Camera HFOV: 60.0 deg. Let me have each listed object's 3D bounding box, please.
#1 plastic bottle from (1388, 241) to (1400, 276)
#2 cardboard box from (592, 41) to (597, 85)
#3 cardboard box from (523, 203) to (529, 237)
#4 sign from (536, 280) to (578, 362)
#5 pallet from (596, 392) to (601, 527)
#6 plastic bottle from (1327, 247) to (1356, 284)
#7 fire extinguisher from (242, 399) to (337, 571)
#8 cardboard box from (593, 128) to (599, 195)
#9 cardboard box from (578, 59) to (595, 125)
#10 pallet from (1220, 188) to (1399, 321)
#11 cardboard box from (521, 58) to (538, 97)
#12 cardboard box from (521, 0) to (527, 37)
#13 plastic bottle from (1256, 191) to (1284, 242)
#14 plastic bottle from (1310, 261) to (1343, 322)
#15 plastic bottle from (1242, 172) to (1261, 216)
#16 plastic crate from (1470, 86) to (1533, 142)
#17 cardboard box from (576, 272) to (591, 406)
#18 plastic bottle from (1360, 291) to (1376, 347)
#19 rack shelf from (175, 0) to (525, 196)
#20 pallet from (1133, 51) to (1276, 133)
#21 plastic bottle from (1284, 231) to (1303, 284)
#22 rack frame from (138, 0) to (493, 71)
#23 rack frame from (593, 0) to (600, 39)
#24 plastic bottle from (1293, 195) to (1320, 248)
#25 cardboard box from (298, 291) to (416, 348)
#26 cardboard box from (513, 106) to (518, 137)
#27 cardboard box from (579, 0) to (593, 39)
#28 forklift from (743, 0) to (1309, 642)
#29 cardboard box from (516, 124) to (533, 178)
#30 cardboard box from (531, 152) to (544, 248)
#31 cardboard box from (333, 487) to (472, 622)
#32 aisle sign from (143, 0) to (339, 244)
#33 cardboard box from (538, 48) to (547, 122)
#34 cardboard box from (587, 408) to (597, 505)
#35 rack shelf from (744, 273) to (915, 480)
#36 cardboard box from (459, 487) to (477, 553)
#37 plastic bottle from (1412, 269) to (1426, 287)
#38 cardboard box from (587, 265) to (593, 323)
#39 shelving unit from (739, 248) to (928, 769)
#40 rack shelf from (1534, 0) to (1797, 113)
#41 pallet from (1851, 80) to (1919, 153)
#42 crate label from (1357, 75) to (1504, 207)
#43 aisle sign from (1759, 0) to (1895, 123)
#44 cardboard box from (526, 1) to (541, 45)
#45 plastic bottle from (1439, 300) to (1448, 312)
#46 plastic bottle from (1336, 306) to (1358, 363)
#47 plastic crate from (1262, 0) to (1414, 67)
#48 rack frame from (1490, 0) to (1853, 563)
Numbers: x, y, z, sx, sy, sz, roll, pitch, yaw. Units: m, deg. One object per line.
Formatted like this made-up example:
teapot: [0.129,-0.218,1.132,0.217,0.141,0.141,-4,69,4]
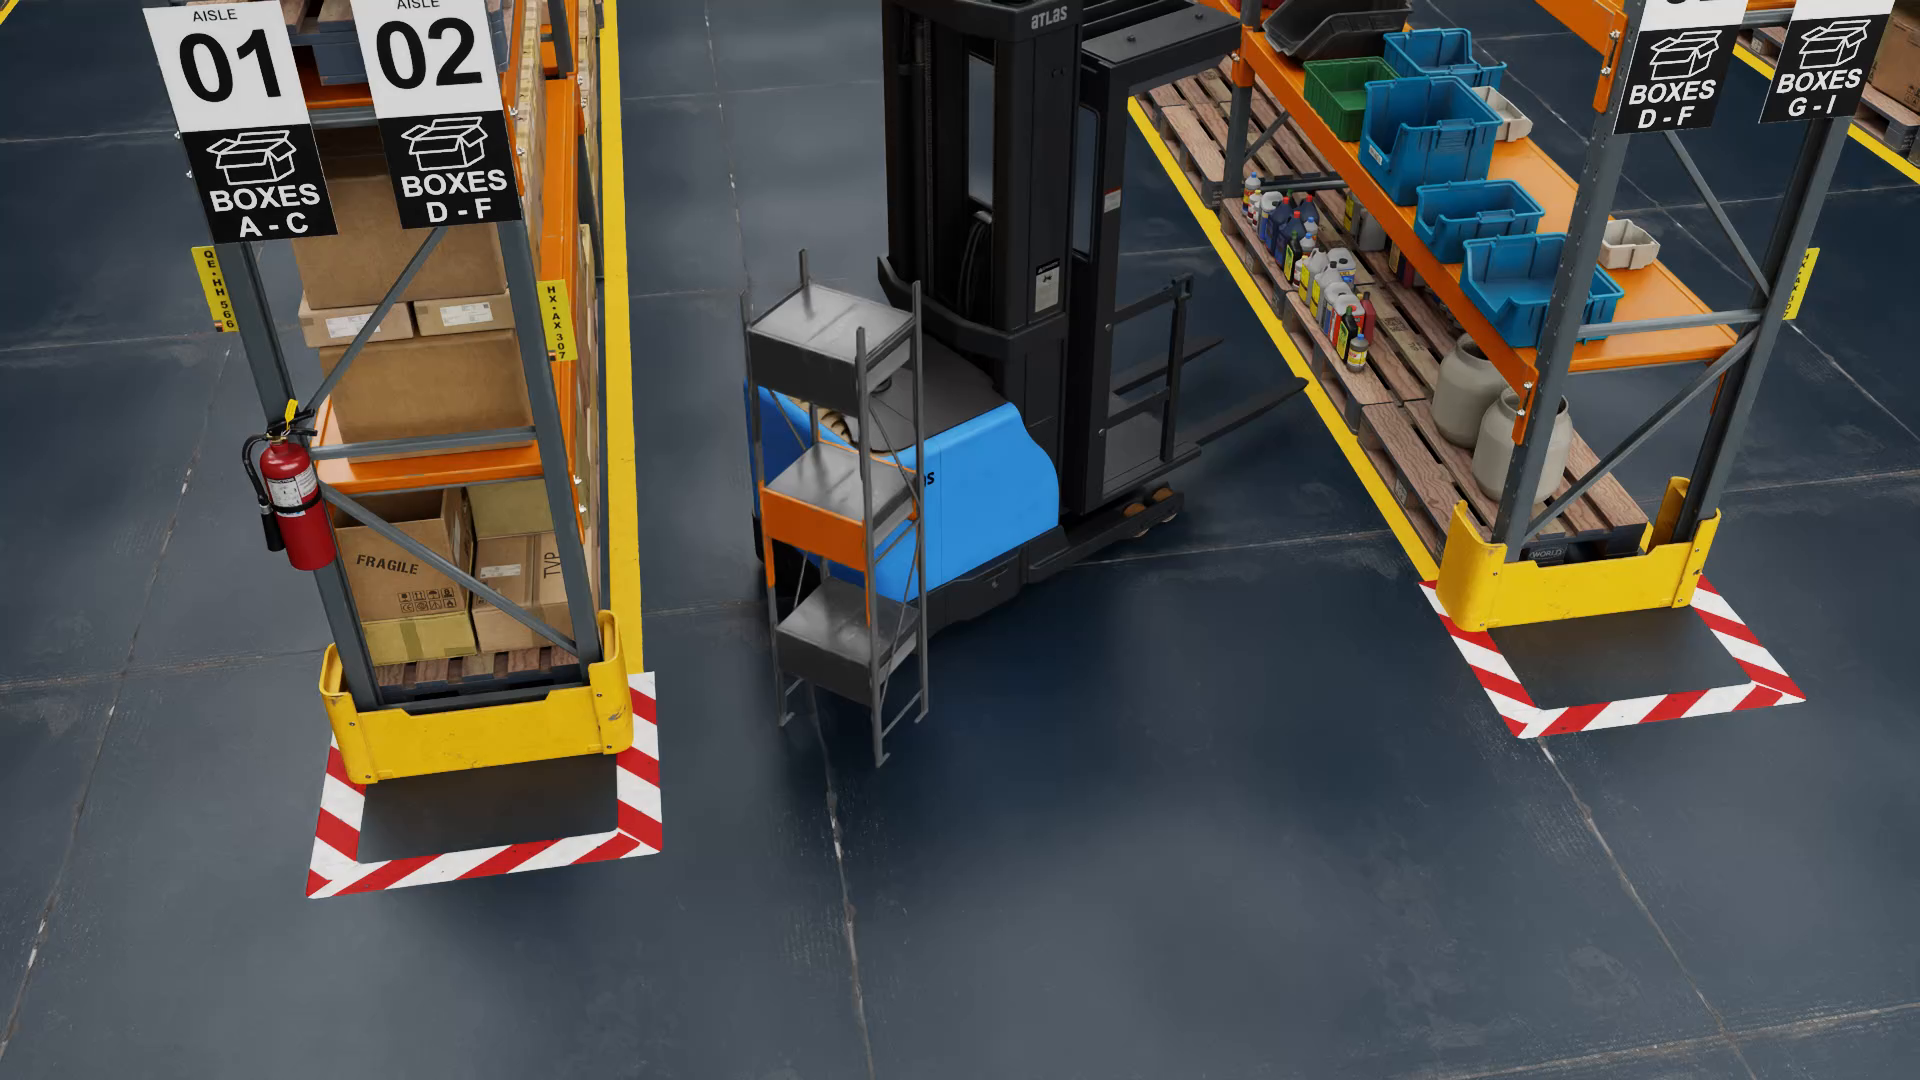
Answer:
plastic bottle: [2.581,-1.704,9.754,0.061,0.283,0.133,-6,38,-8]
cardboard box: [-2.877,-3.358,11.926,0.500,0.250,0.500,-5,38,-7]
cardboard box: [-1.934,-1.218,6.662,0.380,0.149,0.250,-6,38,-8]
sign: [-1.438,-0.781,5.941,0.100,0.325,0.005,-6,38,-8]
pallet: [-2.372,-0.444,8.549,1.003,0.211,1.213,-6,38,-8]
plastic bottle: [2.172,-1.525,9.529,0.152,0.276,0.135,-6,38,-8]
fire extinguisher: [-2.422,-0.200,6.026,0.296,0.674,0.183,-6,38,-8]
cardboard box: [-2.602,-2.427,10.728,0.500,0.250,0.500,-5,38,-7]
cardboard box: [-2.689,-2.961,10.959,0.500,0.311,0.500,-7,38,-9]
pallet: [2.267,-1.787,10.279,1.003,0.211,1.213,-6,38,-8]
cardboard box: [-2.207,-2.156,7.869,0.380,0.149,0.250,-5,38,-7]
cardboard box: [-2.513,-2.748,8.103,0.700,0.500,0.500,-6,38,-8]
plastic bottle: [1.898,-1.965,10.096,0.152,0.276,0.135,-5,38,-6]
plastic bottle: [2.064,-1.411,9.322,0.144,0.351,0.185,-5,38,-6]
plastic bottle: [1.815,-2.155,10.345,0.097,0.271,0.097,0,38,0]
plastic crate: [2.724,-2.241,8.805,0.530,0.136,0.437,-6,38,-8]
cardboard box: [-2.121,-0.982,8.257,0.500,0.500,0.500,-6,38,-8]
plastic bottle: [2.226,-1.213,9.122,0.061,0.283,0.133,-6,38,-8]
rack shelf: [-2.336,-2.461,7.014,1.077,0.370,4.000,-6,38,-8]
pallet: [1.797,-3.406,12.362,1.003,0.211,1.213,-6,38,-8]
plastic bottle: [1.944,-1.649,9.683,0.061,0.283,0.133,-5,38,-6]
rack frame: [-1.986,-2.721,4.318,1.000,3.000,0.127,-6,38,-8]
rack frame: [-3.388,-5.184,12.378,1.000,3.000,0.127,-6,38,-8]
plastic bottle: [2.065,-1.910,9.964,0.144,0.351,0.185,-6,38,-8]
cardboard box: [-2.240,-0.858,6.199,0.380,0.149,0.250,-7,38,-9]
cardboard box: [-2.251,-1.841,6.935,0.700,0.500,0.500,-6,38,-8]
cardboard box: [-2.956,-3.883,12.144,0.500,0.311,0.500,-7,38,-9]
forklift: [0.483,-1.399,7.562,3.031,2.935,1.130,-27,45,-30]
cardboard box: [-2.070,-1.686,7.264,0.380,0.149,0.250,-7,38,-9]
cardboard box: [-2.329,-1.610,7.696,0.700,0.500,0.500,-5,38,-7]
cardboard box: [-2.373,-0.020,7.019,0.500,0.500,0.500,-6,38,-8]
aisle sign: [-2.263,-1.307,5.269,0.394,0.787,0.004,-6,38,-8]
cardboard box: [-2.603,-2.540,8.893,0.700,0.500,0.500,-7,38,-9]
cardboard box: [-2.039,-0.384,8.098,0.500,0.250,0.500,-6,38,-8]
rack shelf: [-0.457,-0.605,6.097,0.480,0.518,0.431,20,42,24]
cardboard box: [-2.470,-0.025,7.636,0.500,0.250,0.500,-6,38,-8]
plastic bottle: [2.702,-1.629,9.664,0.152,0.276,0.135,-6,38,-7]
cardboard box: [-2.313,-1.289,9.262,0.500,0.250,0.500,-6,38,-8]
shelving unit: [-0.457,-0.062,6.517,0.503,2.100,0.431,20,42,24]
rack shelf: [2.541,-2.991,7.696,1.077,0.370,4.000,-6,38,-8]
pallet: [6.929,-3.200,12.097,1.003,0.211,1.213,-6,38,-8]
crate label: [2.303,-1.979,8.224,0.502,0.435,0.616,-6,38,-8]
aisle sign: [3.193,-1.897,6.028,0.394,0.787,0.004,-6,38,-8]
cardboard box: [-2.339,-2.615,8.461,0.380,0.149,0.250,-7,38,-9]
plastic bottle: [2.786,-1.407,9.439,0.097,0.201,0.097,0,38,0]
plastic bottle: [2.100,-1.114,8.995,0.061,0.283,0.133,-5,38,-7]
plastic crate: [2.157,-2.944,9.545,0.767,0.338,0.504,-6,38,-8]
rack frame: [2.892,-0.883,6.841,1.000,3.000,0.127,-6,38,-8]
